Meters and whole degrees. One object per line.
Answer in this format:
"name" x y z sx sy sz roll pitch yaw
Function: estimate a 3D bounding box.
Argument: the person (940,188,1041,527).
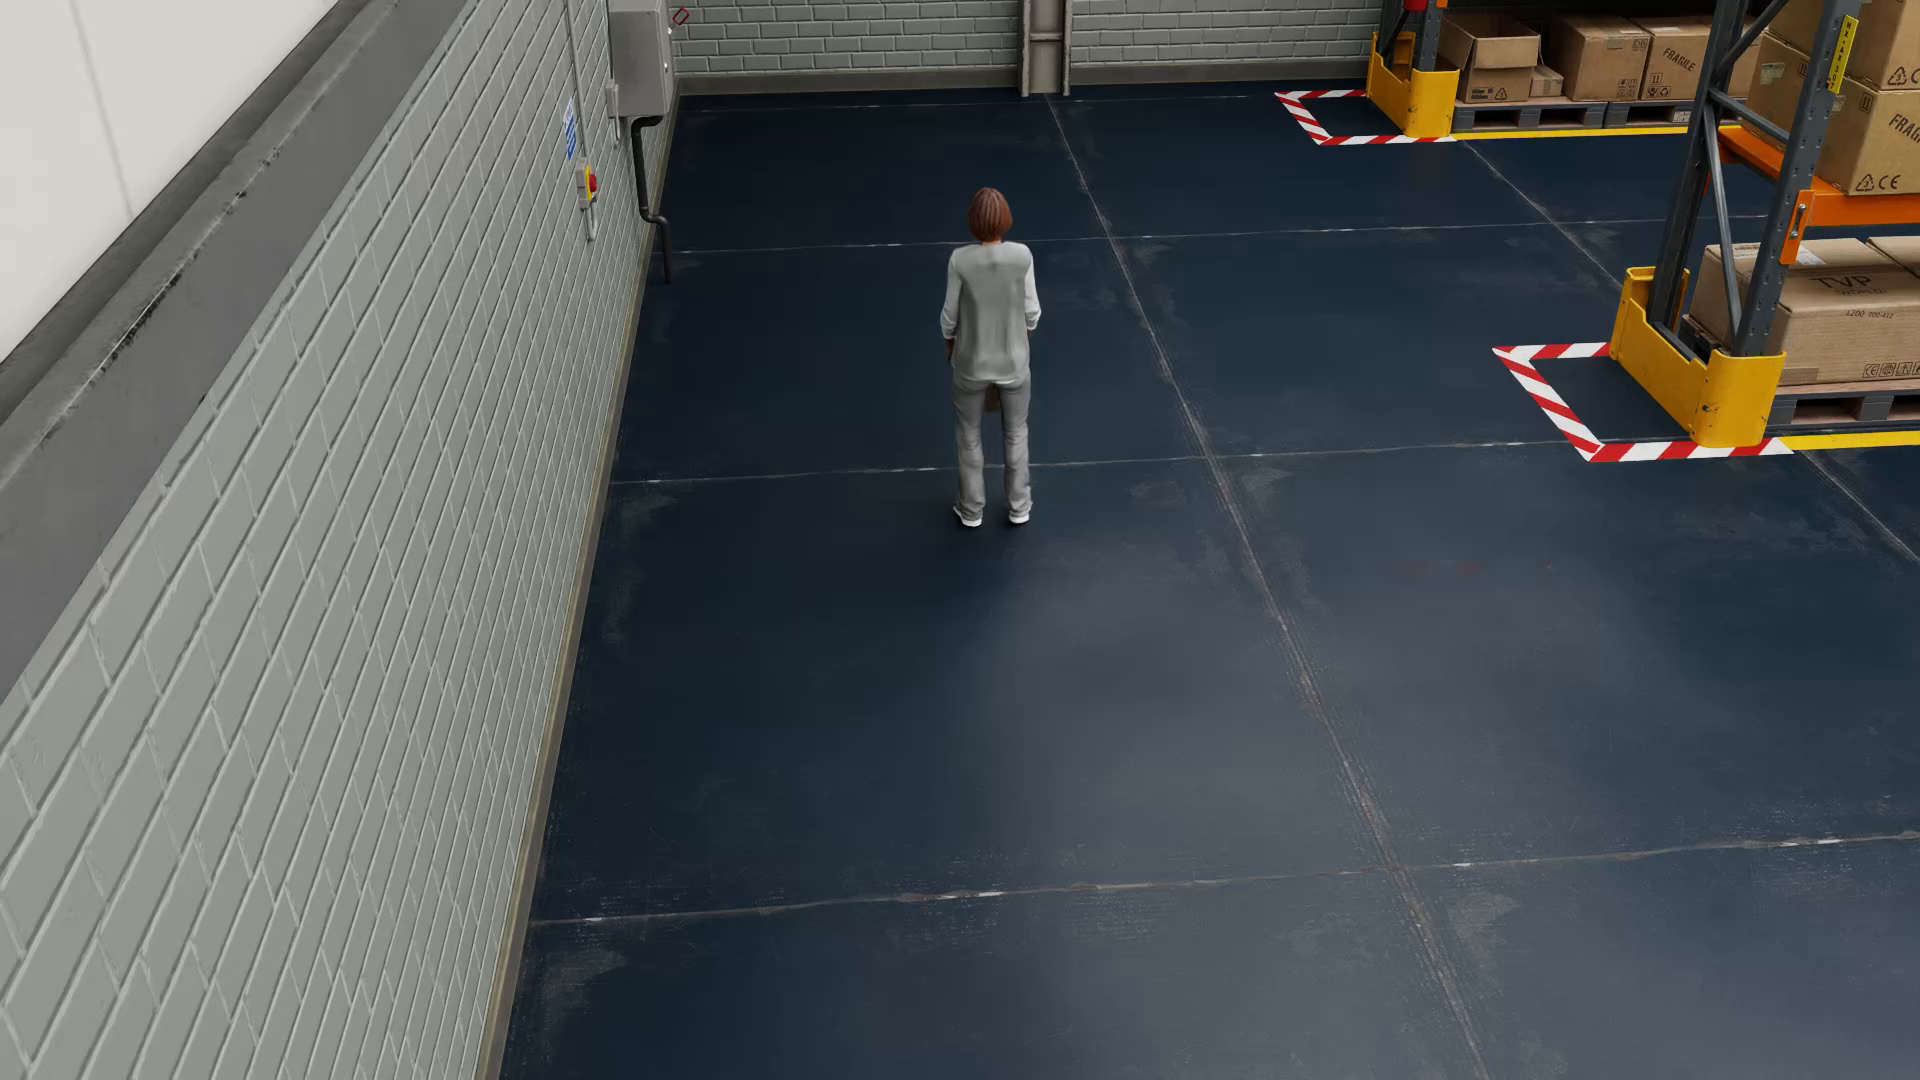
"person" 0.133 -0.791 7.426 0.447 1.600 0.347 -3 32 -6
